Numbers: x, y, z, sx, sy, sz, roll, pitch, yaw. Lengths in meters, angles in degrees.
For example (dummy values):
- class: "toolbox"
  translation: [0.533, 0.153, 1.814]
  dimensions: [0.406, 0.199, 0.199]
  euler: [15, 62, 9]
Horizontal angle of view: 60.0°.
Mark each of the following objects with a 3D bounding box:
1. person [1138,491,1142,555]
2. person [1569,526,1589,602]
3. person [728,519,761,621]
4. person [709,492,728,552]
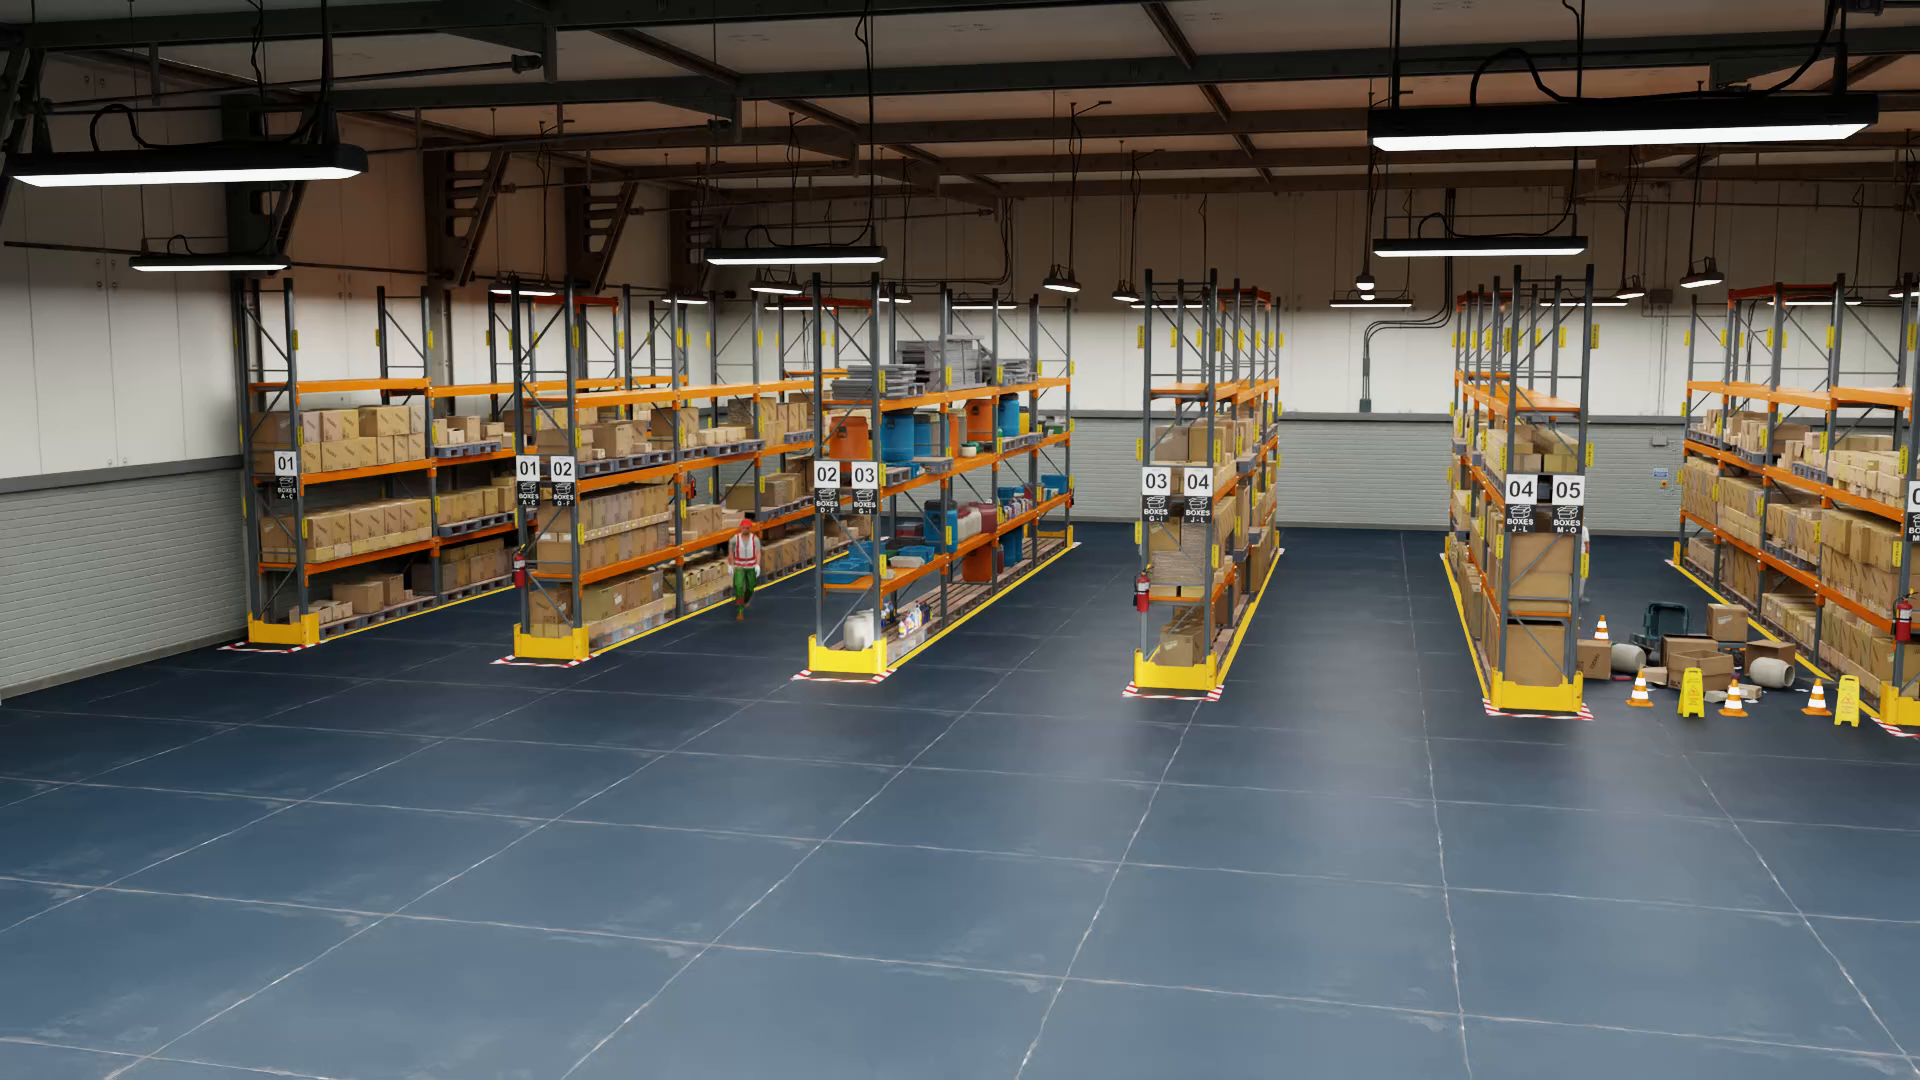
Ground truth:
- class: "person"
  translation: [4.328, -0.455, 38.729]
  dimensions: [0.412, 1.705, 0.523]
  euler: [-3, 8, -25]
- class: "person"
  translation: [11.739, 0.331, 31.776]
  dimensions: [0.579, 1.755, 0.565]
  euler: [2, 7, 13]
- class: "person"
  translation: [-3.761, 0.490, 29.147]
  dimensions: [0.564, 1.738, 0.958]
  euler: [-2, 7, -19]
- class: "person"
  translation: [-5.491, -0.359, 38.318]
  dimensions: [0.573, 1.558, 0.746]
  euler: [3, 7, 23]
